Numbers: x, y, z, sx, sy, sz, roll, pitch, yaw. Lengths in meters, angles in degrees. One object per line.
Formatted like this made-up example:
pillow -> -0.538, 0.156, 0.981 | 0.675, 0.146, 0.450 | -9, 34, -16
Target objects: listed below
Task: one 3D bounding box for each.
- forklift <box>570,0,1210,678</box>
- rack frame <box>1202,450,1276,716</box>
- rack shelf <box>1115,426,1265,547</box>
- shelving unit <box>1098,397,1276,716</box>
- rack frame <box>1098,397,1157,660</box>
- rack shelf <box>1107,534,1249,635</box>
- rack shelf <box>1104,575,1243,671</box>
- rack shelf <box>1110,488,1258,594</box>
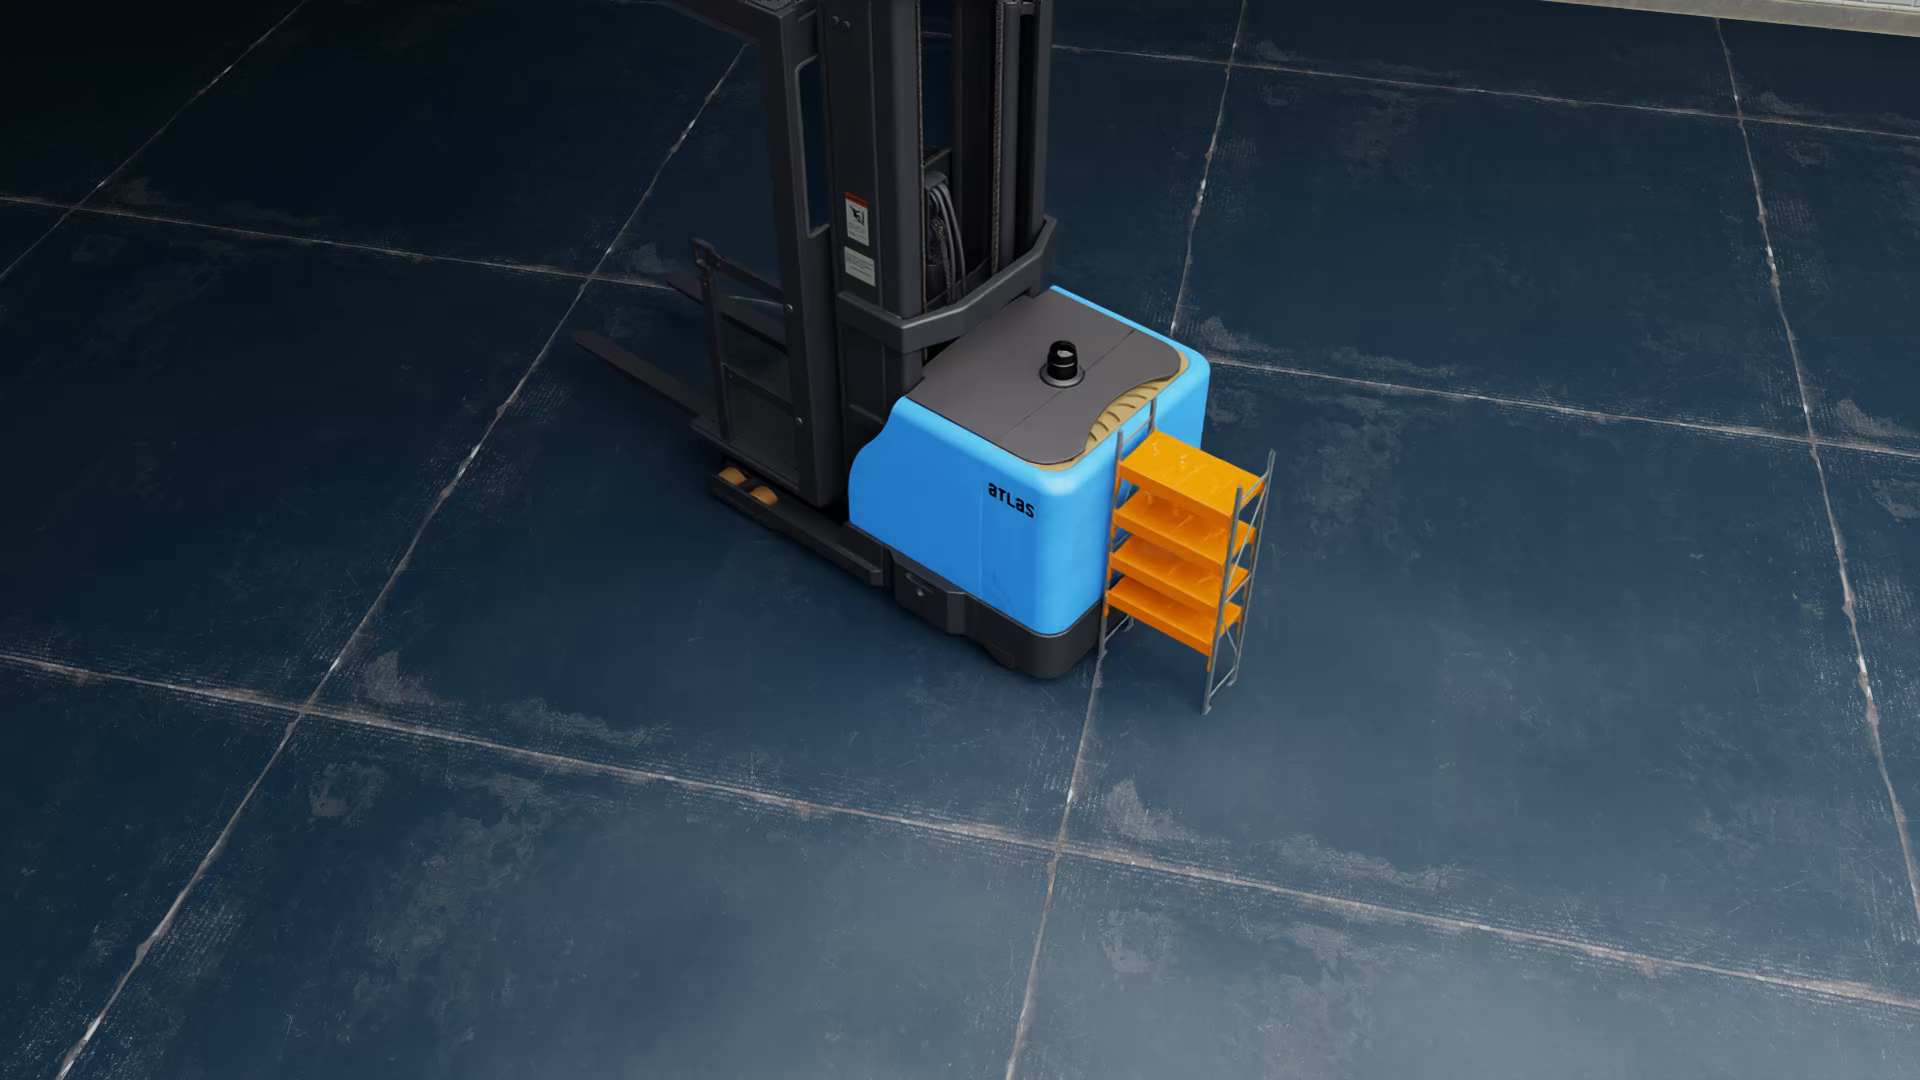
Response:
forklift -> -0.476, -1.379, 6.529 | 3.031, 2.935, 1.130 | 30, 51, 27
rack frame -> 1.023, 0.188, 6.149 | 0.015, 1.200, 0.240 | 28, 50, 26
rack shelf -> 0.829, -0.198, 5.984 | 0.480, 0.148, 0.258 | 28, 50, 26
shelving unit -> 0.829, 0.085, 6.256 | 0.503, 1.200, 0.258 | 28, 50, 26
rack frame -> 0.635, -0.017, 6.363 | 0.015, 1.200, 0.240 | 28, 50, 26
rack shelf -> 0.829, 0.134, 6.303 | 0.480, 0.148, 0.258 | 28, 50, 26
rack shelf -> 0.829, 0.277, 6.441 | 0.480, 0.148, 0.258 | 28, 50, 26
rack shelf -> 0.829, -0.027, 6.148 | 0.480, 0.148, 0.258 | 28, 50, 26
